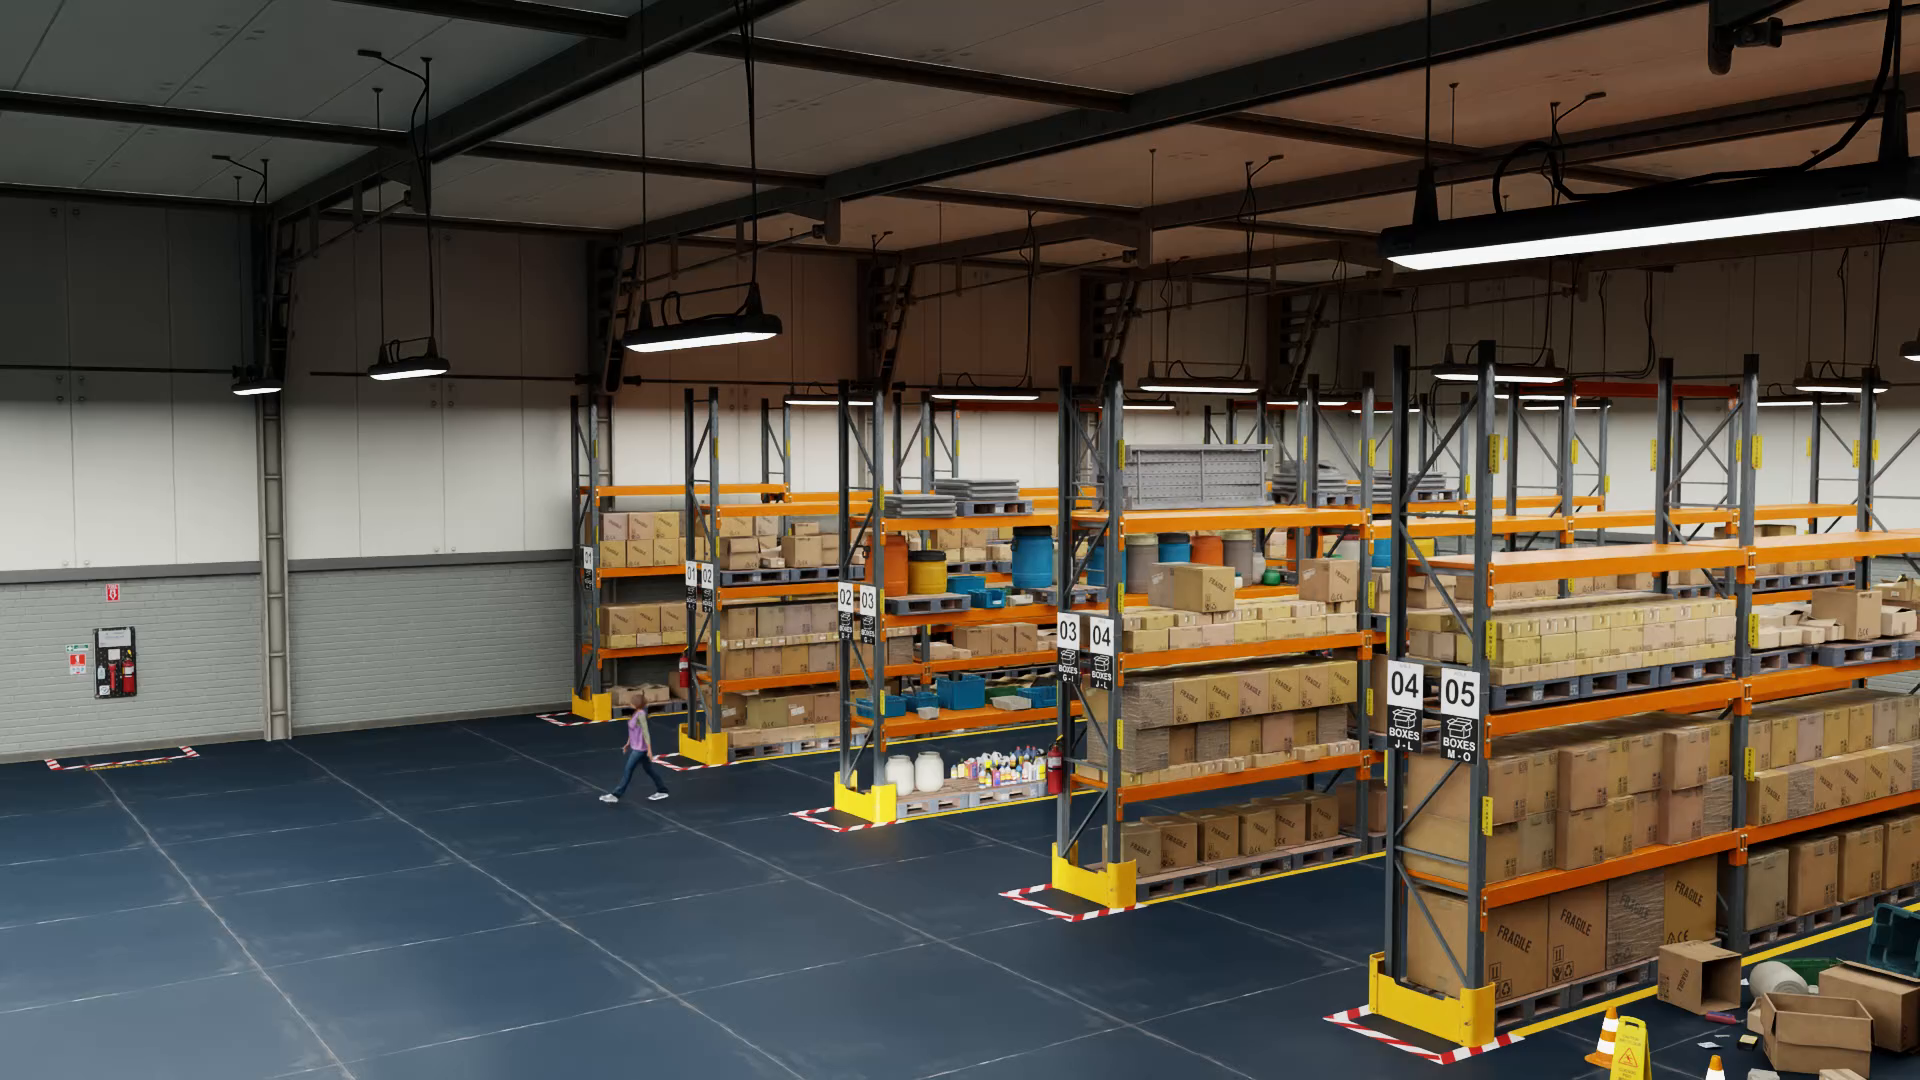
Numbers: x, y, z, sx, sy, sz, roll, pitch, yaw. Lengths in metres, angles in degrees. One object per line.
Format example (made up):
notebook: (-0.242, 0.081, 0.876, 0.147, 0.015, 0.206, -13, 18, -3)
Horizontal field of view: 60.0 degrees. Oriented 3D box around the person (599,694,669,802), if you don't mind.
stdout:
person: (-4.636, 2.953, 23.634, 0.972, 1.543, 0.449, -1, 4, -11)
